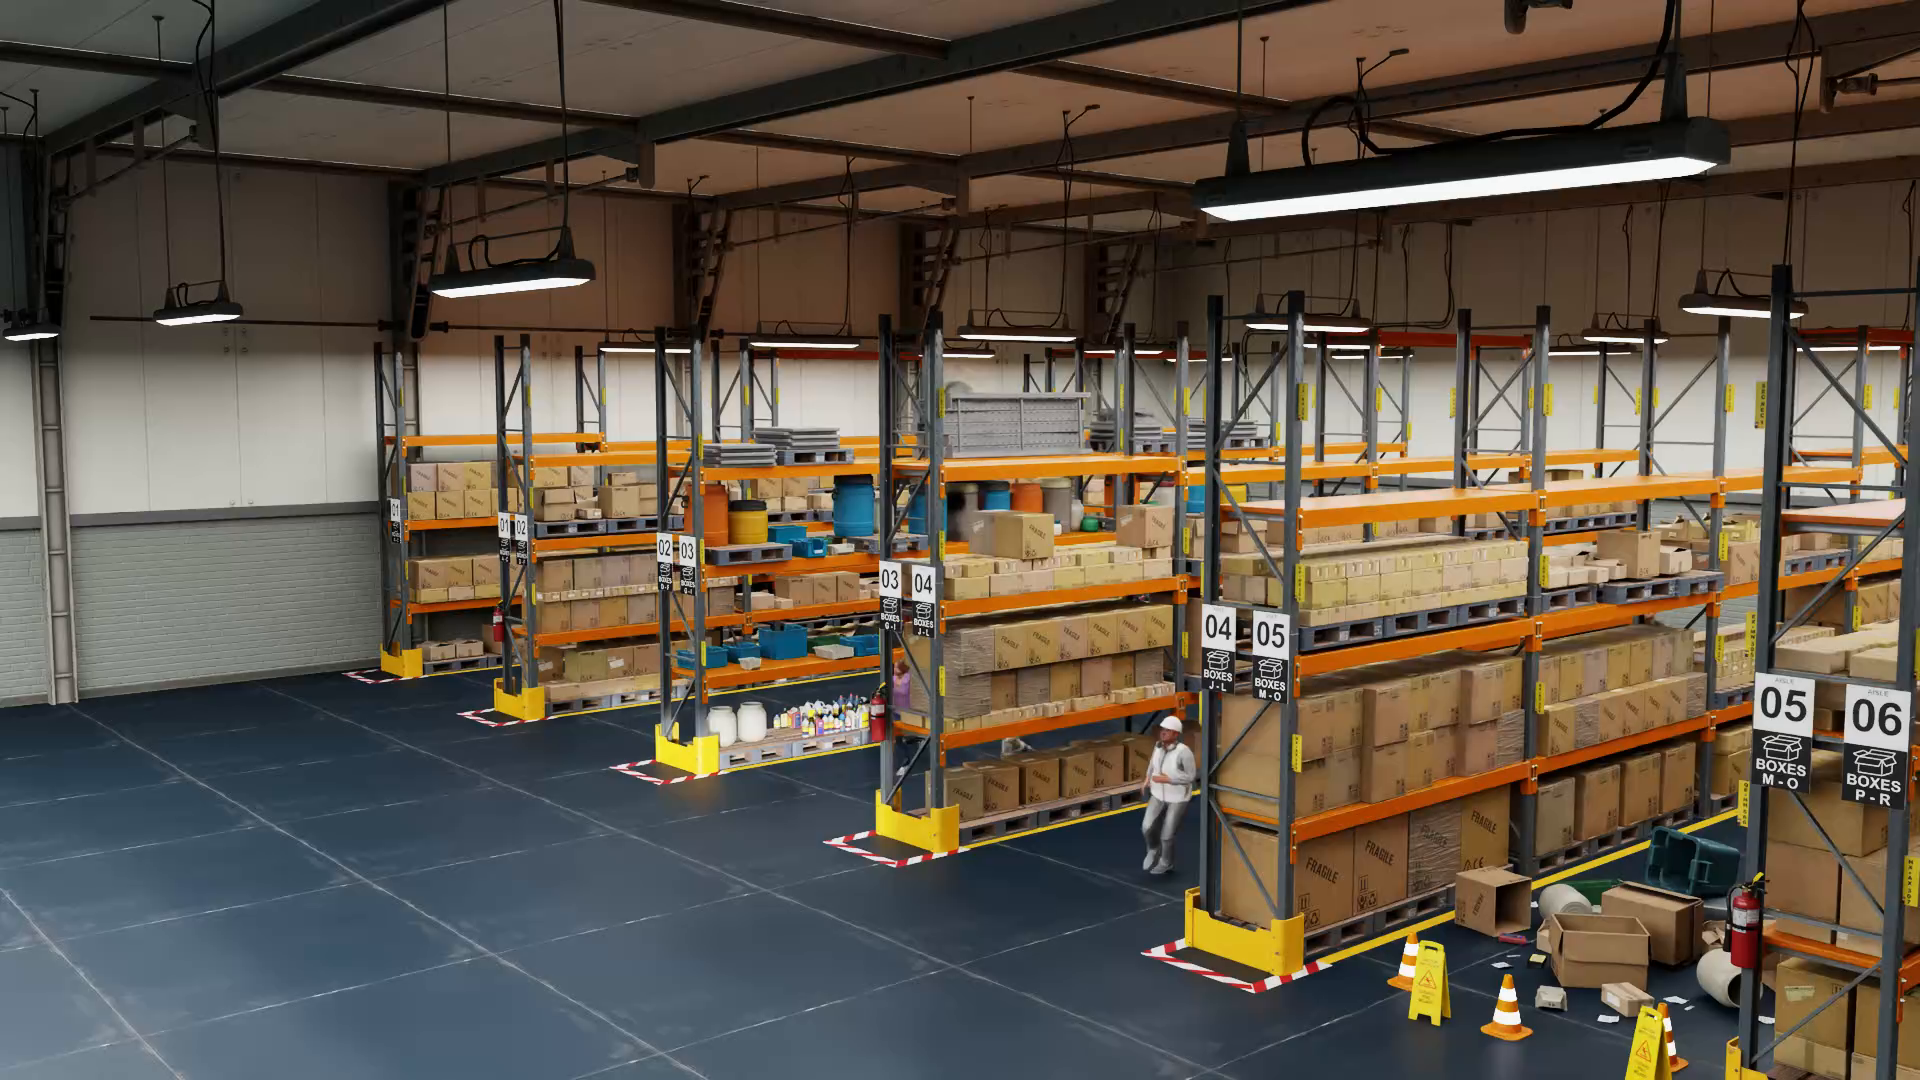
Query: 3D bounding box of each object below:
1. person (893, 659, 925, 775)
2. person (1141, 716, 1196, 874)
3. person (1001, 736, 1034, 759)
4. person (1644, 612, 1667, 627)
[{"bbox_3d":[-0.687,2.366,22.536,0.565,1.563,0.680,3,6,31],"label":"person"},{"bbox_3d":[2.178,2.711,17.550,0.718,1.734,0.640,3,6,31],"label":"person"},{"bbox_3d":[0.708,2.287,21.809,0.908,1.765,0.667,-5,7,-43],"label":"person"},{"bbox_3d":[11.053,1.896,26.739,0.569,1.680,0.653,-5,7,-42],"label":"person"}]
